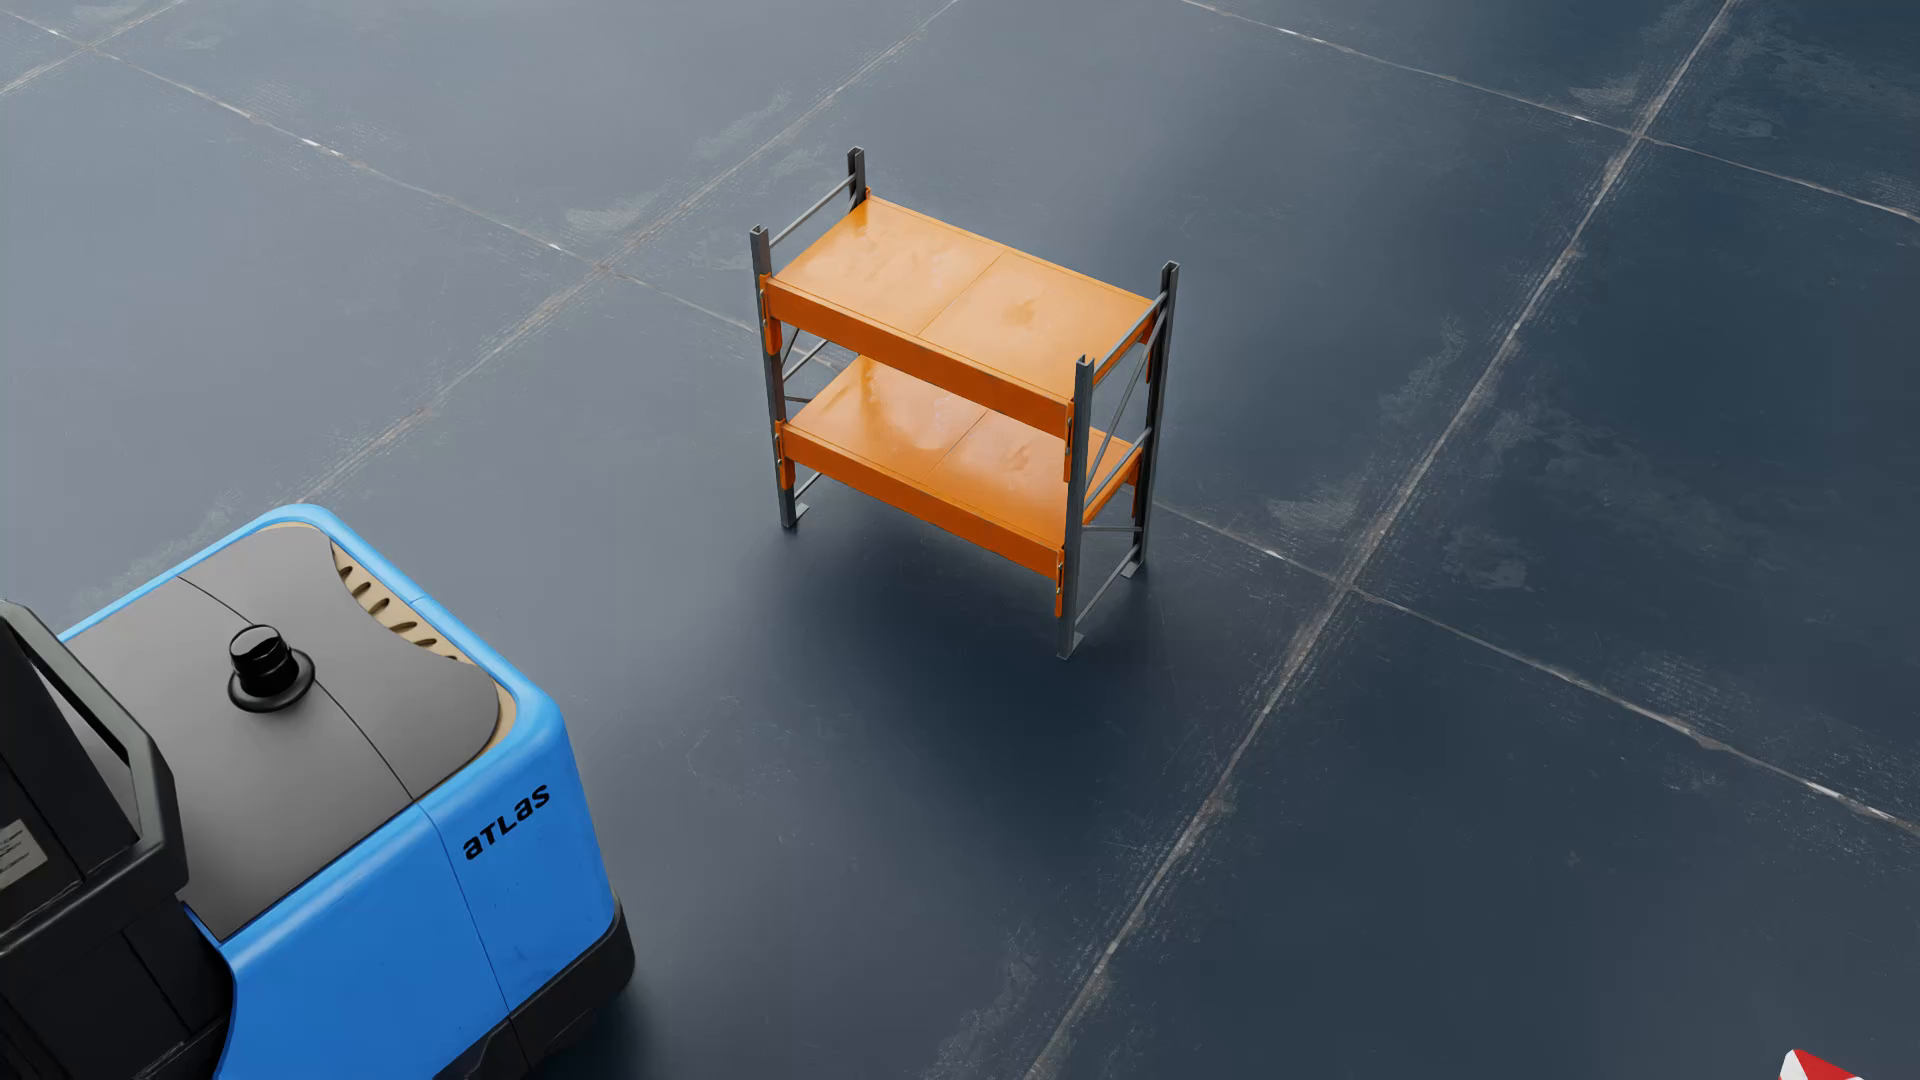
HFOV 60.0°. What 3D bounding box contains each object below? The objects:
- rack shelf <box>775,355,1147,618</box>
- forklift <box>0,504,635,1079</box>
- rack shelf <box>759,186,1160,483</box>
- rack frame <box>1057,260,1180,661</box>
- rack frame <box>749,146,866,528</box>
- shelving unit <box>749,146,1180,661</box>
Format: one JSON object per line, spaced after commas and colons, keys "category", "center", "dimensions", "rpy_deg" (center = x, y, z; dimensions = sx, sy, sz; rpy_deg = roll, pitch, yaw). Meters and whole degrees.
{"category": "rack shelf", "center": [0.006, -0.219, 5.019], "dimensions": [1.000, 0.278, 0.538], "rpy_deg": [25, 51, 22]}
{"category": "forklift", "center": [-2.169, 0.630, 2.594], "dimensions": [1.130, 2.935, 3.031], "rpy_deg": [33, 54, 28]}
{"category": "rack shelf", "center": [0.006, -0.593, 4.634], "dimensions": [1.000, 0.278, 0.538], "rpy_deg": [25, 51, 22]}
{"category": "rack frame", "center": [0.434, -0.193, 4.653], "dimensions": [0.032, 1.125, 0.500], "rpy_deg": [25, 51, 22]}
{"category": "rack frame", "center": [-0.422, -0.586, 5.035], "dimensions": [0.032, 1.125, 0.500], "rpy_deg": [25, 51, 22]}
{"category": "shelving unit", "center": [0.006, -0.389, 4.844], "dimensions": [1.048, 1.125, 0.538], "rpy_deg": [25, 51, 22]}
